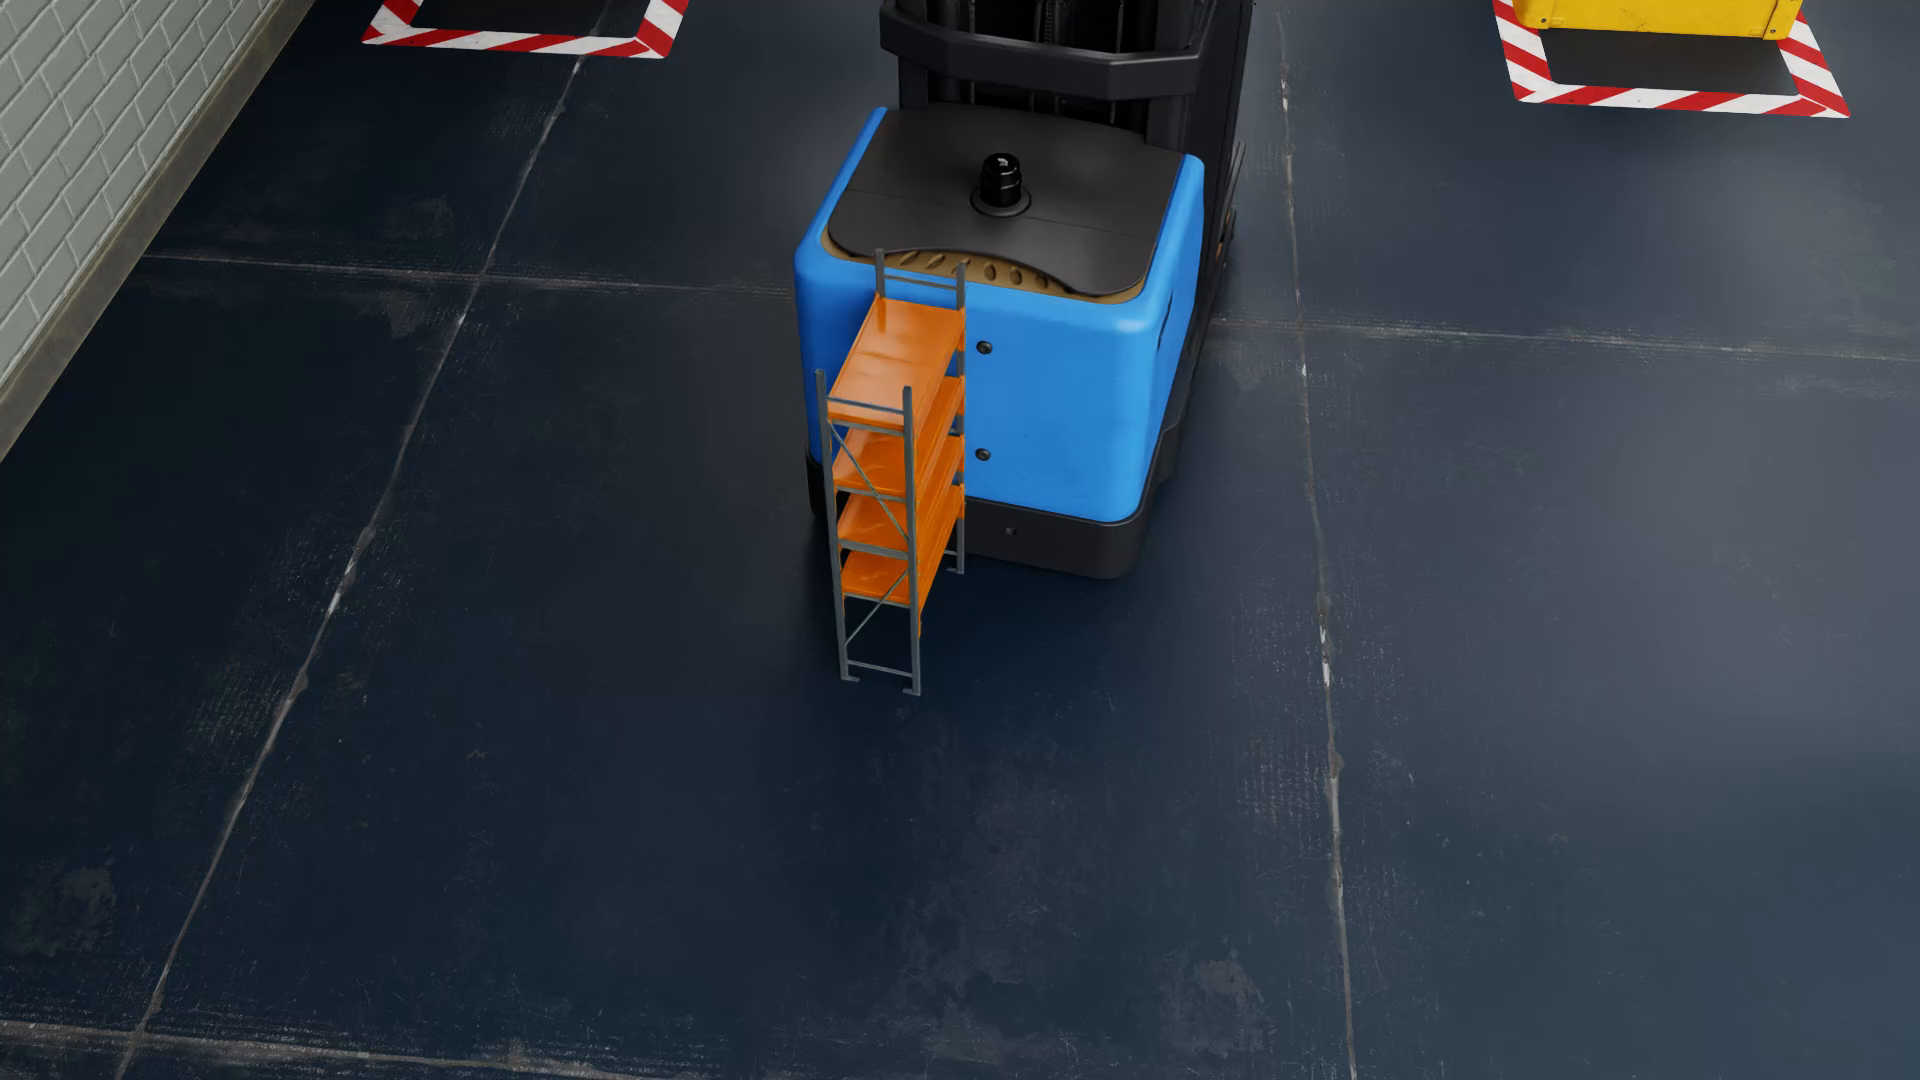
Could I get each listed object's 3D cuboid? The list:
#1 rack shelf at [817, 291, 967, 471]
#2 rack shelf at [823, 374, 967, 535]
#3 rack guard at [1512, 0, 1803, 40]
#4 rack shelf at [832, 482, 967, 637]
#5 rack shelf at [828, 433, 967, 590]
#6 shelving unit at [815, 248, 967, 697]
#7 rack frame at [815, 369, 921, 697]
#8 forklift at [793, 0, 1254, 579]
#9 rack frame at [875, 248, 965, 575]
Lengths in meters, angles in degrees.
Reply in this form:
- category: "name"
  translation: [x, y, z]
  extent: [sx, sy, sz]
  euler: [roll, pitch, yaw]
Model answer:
- category: "rack shelf"
  translation: [-0.167, -0.417, 4.286]
  extent: [0.258, 0.148, 0.480]
  euler: [11, 49, 10]
- category: "rack shelf"
  translation: [-0.167, -0.258, 4.460]
  extent: [0.258, 0.148, 0.480]
  euler: [11, 49, 10]
- category: "rack guard"
  translation: [3.056, -2.508, 7.205]
  extent: [1.175, 0.500, 0.348]
  euler: [4, 48, 4]
- category: "rack shelf"
  translation: [-0.167, 0.027, 4.772]
  extent: [0.258, 0.148, 0.480]
  euler: [11, 49, 10]
- category: "rack shelf"
  translation: [-0.167, -0.107, 4.626]
  extent: [0.258, 0.148, 0.480]
  euler: [11, 49, 10]
- category: "shelving unit"
  translation: [-0.167, -0.152, 4.576]
  extent: [0.258, 1.200, 0.503]
  euler: [11, 49, 10]
- category: "rack frame"
  translation: [-0.231, 0.022, 4.417]
  extent: [0.240, 1.200, 0.015]
  euler: [11, 49, 10]
- category: "forklift"
  translation: [0.405, -1.983, 5.077]
  extent: [1.130, 2.935, 3.031]
  euler: [11, 49, 10]
- category: "rack frame"
  translation: [-0.104, -0.326, 4.735]
  extent: [0.240, 1.200, 0.015]
  euler: [11, 49, 10]
